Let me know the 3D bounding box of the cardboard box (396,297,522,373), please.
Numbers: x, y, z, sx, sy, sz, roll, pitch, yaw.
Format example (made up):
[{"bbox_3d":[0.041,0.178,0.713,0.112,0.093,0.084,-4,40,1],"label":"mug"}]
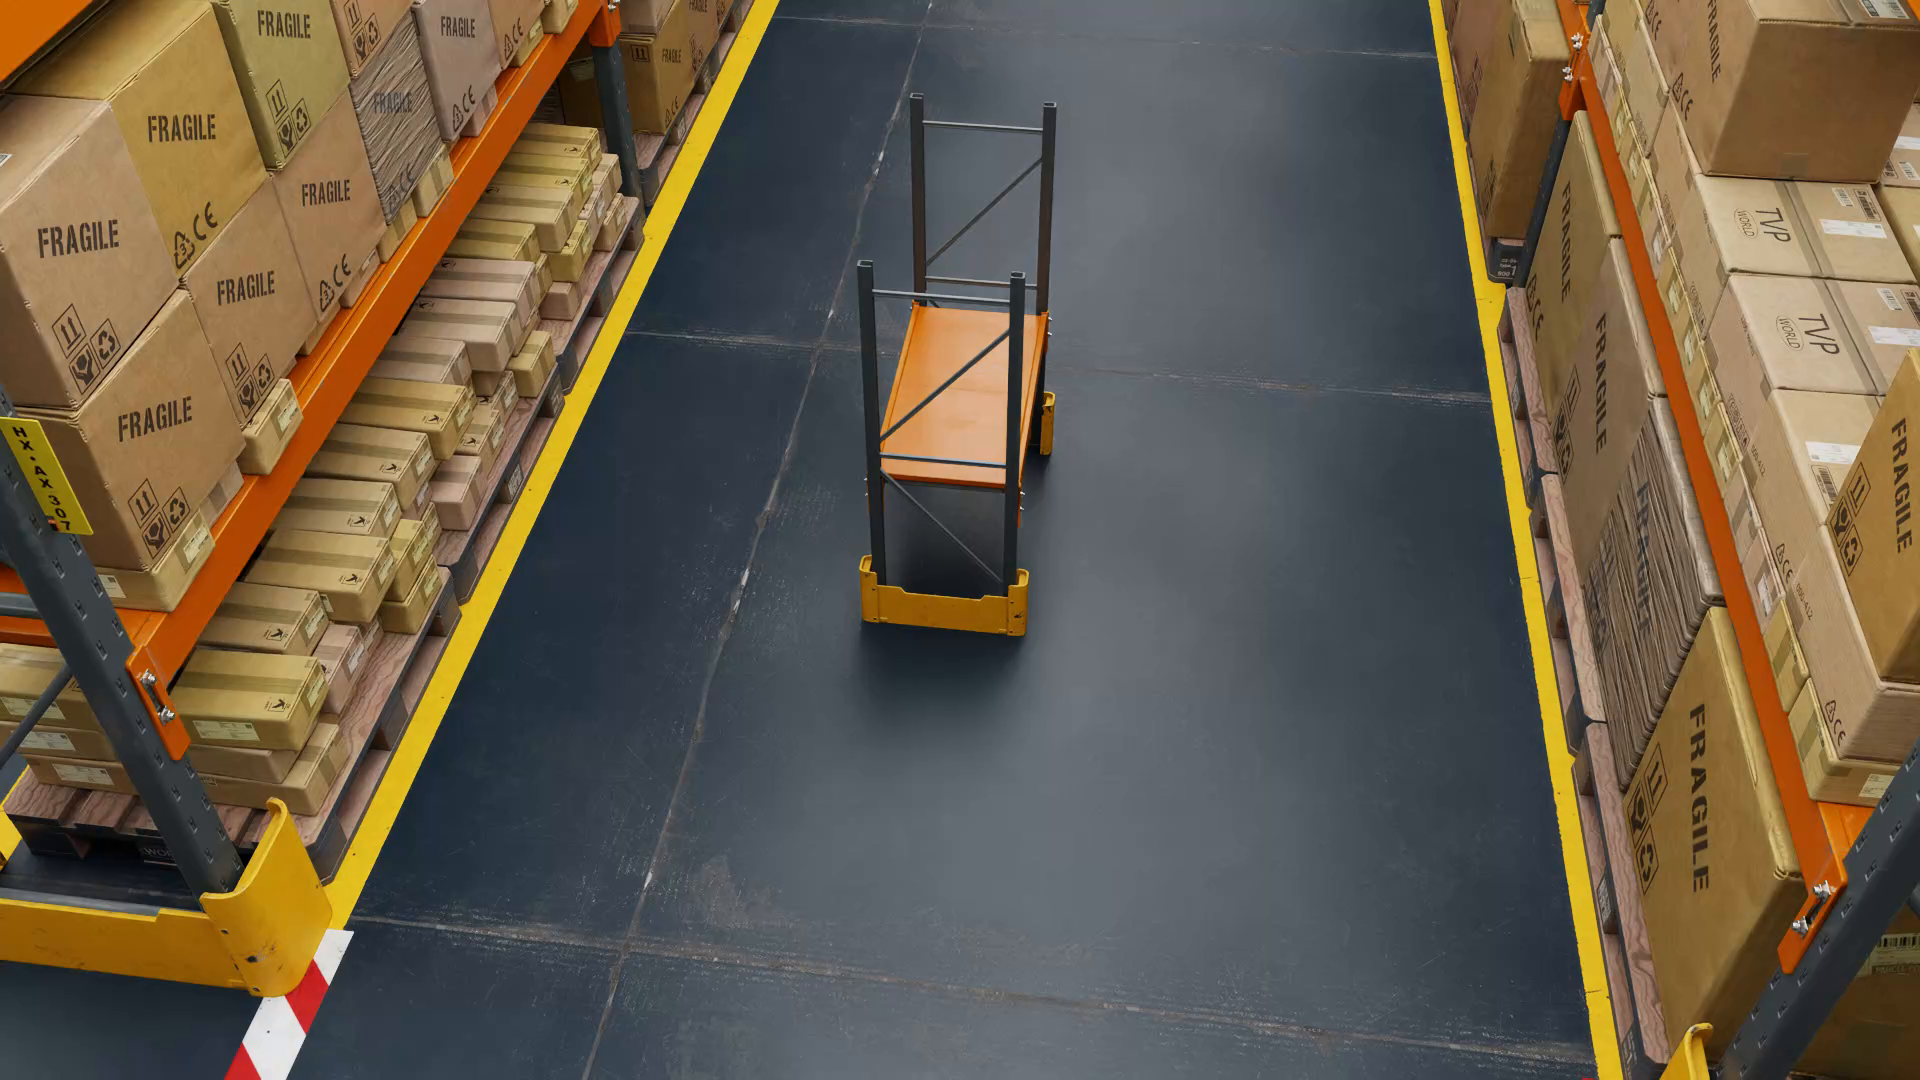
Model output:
[{"bbox_3d":[-1.869,-0.767,6.214,0.380,0.149,0.250,4,44,4],"label":"cardboard box"}]

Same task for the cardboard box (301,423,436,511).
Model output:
[{"bbox_3d":[-2.029,-0.252,5.670,0.380,0.149,0.250,7,44,7],"label":"cardboard box"}]

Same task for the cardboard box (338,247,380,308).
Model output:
[{"bbox_3d":[-2.041,-0.862,5.162,0.380,0.149,0.250,4,44,5],"label":"cardboard box"}]

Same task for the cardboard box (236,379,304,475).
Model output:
[{"bbox_3d":[-2.060,-0.325,4.594,0.380,0.149,0.250,4,44,4],"label":"cardboard box"}]

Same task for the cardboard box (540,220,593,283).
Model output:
[{"bbox_3d":[-1.748,-1.207,6.895,0.380,0.149,0.250,4,44,4],"label":"cardboard box"}]

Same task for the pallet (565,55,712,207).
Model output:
[{"bbox_3d":[-1.879,-2.114,8.329,1.003,0.211,1.213,5,44,6],"label":"pallet"}]

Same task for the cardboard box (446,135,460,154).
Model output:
[{"bbox_3d":[-1.958,-1.396,5.726,0.380,0.149,0.250,5,44,5],"label":"cardboard box"}]

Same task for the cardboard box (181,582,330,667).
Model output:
[{"bbox_3d":[-2.186,0.272,5.116,0.380,0.149,0.250,6,44,6],"label":"cardboard box"}]

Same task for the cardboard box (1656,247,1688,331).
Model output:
[{"bbox_3d":[2.349,-0.751,5.044,0.380,0.149,0.250,4,44,4],"label":"cardboard box"}]

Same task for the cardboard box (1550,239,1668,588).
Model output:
[{"bbox_3d":[2.637,-0.401,5.731,0.875,0.875,0.875,5,44,6],"label":"cardboard box"}]

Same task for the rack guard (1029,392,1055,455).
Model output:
[{"bbox_3d":[0.076,-0.482,6.577,0.587,0.250,0.087,5,44,6],"label":"rack guard"}]

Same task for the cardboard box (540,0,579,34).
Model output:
[{"bbox_3d":[-1.712,-2.103,6.472,0.380,0.149,0.250,4,44,4],"label":"cardboard box"}]

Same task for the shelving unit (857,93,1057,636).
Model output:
[{"bbox_3d":[0.010,-0.597,5.789,0.587,1.500,1.083,5,44,6],"label":"shelving unit"}]

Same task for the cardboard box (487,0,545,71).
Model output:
[{"bbox_3d":[-1.834,-2.031,5.924,0.500,0.500,0.500,4,44,4],"label":"cardboard box"}]

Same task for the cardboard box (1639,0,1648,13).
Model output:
[{"bbox_3d":[2.606,-2.098,5.632,0.500,0.500,0.500,5,44,6],"label":"cardboard box"}]

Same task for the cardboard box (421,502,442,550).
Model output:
[{"bbox_3d":[-2.062,-0.017,5.854,0.380,0.149,0.250,5,44,6],"label":"cardboard box"}]

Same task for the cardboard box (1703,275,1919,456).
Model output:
[{"bbox_3d":[2.329,-0.450,4.436,0.500,0.250,0.500,4,44,4],"label":"cardboard box"}]

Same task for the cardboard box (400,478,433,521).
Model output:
[{"bbox_3d":[-2.066,-0.139,5.767,0.380,0.149,0.250,3,44,3],"label":"cardboard box"}]

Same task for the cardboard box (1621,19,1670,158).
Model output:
[{"bbox_3d":[2.530,-1.494,5.539,0.500,0.250,0.500,5,44,5],"label":"cardboard box"}]

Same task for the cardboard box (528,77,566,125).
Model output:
[{"bbox_3d":[-2.132,-2.368,8.081,0.500,0.500,0.500,4,44,5],"label":"cardboard box"}]

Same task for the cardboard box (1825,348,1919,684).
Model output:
[{"bbox_3d":[2.198,-0.031,3.449,0.500,0.500,0.500,6,44,6],"label":"cardboard box"}]

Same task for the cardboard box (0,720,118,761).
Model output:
[{"bbox_3d":[-2.722,0.520,5.071,0.380,0.149,0.250,4,44,4],"label":"cardboard box"}]

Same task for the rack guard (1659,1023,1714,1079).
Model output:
[{"bbox_3d":[2.391,1.574,4.224,1.175,0.500,0.348,5,44,6],"label":"rack guard"}]

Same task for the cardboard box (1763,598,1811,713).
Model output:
[{"bbox_3d":[2.147,0.292,3.943,0.380,0.149,0.250,6,44,6],"label":"cardboard box"}]

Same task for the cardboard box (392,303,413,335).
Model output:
[{"bbox_3d":[-2.385,-0.884,6.553,0.380,0.149,0.250,7,44,7],"label":"cardboard box"}]

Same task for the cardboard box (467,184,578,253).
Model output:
[{"bbox_3d":[-1.790,-1.315,6.792,0.380,0.149,0.250,5,44,5],"label":"cardboard box"}]

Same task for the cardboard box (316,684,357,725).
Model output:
[{"bbox_3d":[-2.169,0.500,5.309,0.380,0.149,0.250,5,44,5],"label":"cardboard box"}]

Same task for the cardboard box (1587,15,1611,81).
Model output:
[{"bbox_3d":[2.554,-1.813,6.166,0.380,0.149,0.250,5,44,6],"label":"cardboard box"}]

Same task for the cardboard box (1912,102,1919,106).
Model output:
[{"bbox_3d":[3.058,-1.452,5.494,0.500,0.250,0.500,6,44,7],"label":"cardboard box"}]

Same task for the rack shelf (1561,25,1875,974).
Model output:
[{"bbox_3d":[2.658,-0.451,5.068,1.077,0.370,4.000,5,44,6],"label":"rack shelf"}]

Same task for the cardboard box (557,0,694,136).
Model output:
[{"bbox_3d":[-1.620,-2.320,8.031,0.500,0.500,0.500,7,44,7],"label":"cardboard box"}]

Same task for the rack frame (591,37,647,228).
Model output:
[{"bbox_3d":[-1.981,-2.595,6.809,1.000,3.000,0.127,5,44,6],"label":"rack frame"}]

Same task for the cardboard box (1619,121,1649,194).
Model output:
[{"bbox_3d":[2.452,-1.275,5.598,0.380,0.149,0.250,4,44,4],"label":"cardboard box"}]

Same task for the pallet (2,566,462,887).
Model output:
[{"bbox_3d":[-2.357,0.541,5.525,1.003,0.211,1.213,5,44,6],"label":"pallet"}]

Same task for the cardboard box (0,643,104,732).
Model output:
[{"bbox_3d":[-2.691,0.414,4.967,0.380,0.149,0.250,6,44,6],"label":"cardboard box"}]

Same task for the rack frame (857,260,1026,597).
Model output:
[{"bbox_3d":[-0.056,-0.256,5.430,0.500,1.500,0.032,5,44,6],"label":"rack frame"}]

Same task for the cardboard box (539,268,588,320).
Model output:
[{"bbox_3d":[-1.783,-1.059,6.955,0.380,0.149,0.250,4,44,4],"label":"cardboard box"}]

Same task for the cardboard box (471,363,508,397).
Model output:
[{"bbox_3d":[-1.949,-0.689,6.348,0.380,0.149,0.250,3,44,4],"label":"cardboard box"}]

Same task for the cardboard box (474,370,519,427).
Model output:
[{"bbox_3d":[-1.933,-0.537,6.404,0.380,0.149,0.250,6,44,6],"label":"cardboard box"}]

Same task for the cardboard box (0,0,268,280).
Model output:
[{"bbox_3d":[-2.126,-1.003,4.111,0.500,0.500,0.500,6,44,7],"label":"cardboard box"}]

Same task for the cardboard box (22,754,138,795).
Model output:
[{"bbox_3d":[-2.646,0.636,5.165,0.380,0.149,0.250,6,44,6],"label":"cardboard box"}]

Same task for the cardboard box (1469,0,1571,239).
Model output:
[{"bbox_3d":[2.987,-1.895,7.309,1.225,0.875,0.875,5,44,6],"label":"cardboard box"}]

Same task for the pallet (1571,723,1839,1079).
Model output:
[{"bbox_3d":[2.422,1.111,4.923,1.003,0.211,1.213,5,44,6],"label":"pallet"}]

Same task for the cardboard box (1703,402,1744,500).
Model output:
[{"bbox_3d":[2.248,-0.227,4.491,0.380,0.149,0.250,4,44,5],"label":"cardboard box"}]

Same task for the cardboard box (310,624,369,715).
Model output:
[{"bbox_3d":[-2.093,0.390,5.208,0.380,0.149,0.250,5,44,5],"label":"cardboard box"}]

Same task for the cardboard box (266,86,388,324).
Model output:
[{"bbox_3d":[-2.053,-0.994,4.829,0.500,0.500,0.500,6,44,6],"label":"cardboard box"}]

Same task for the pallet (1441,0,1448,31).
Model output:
[{"bbox_3d":[3.272,-3.259,9.538,1.003,0.211,1.213,5,44,6],"label":"pallet"}]
